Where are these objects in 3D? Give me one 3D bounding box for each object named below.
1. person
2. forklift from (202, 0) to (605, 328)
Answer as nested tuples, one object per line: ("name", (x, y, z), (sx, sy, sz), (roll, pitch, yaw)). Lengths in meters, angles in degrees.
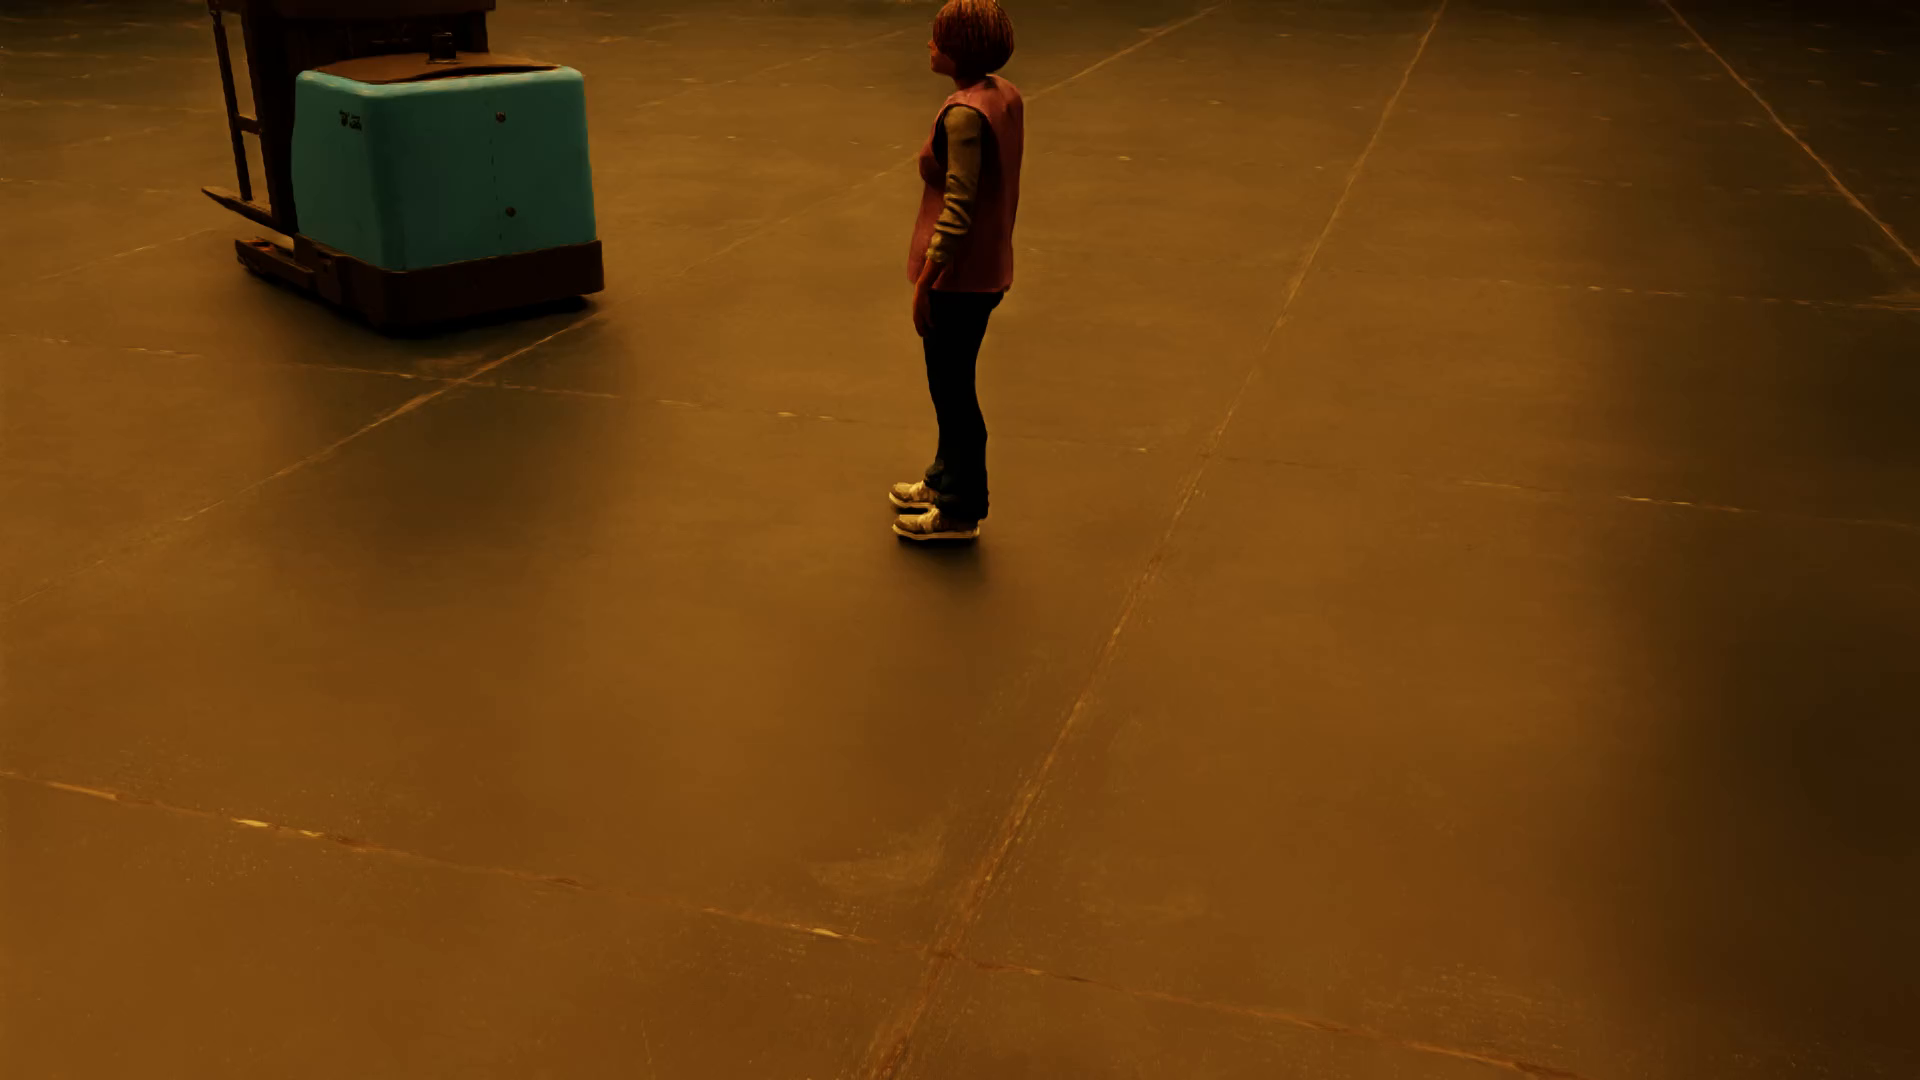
("person", (-0.067, -0.757, 4.846), (0.474, 1.594, 0.520), (7, 23, 16))
("forklift", (-3.004, -2.765, 7.977), (1.130, 2.935, 3.031), (-18, 29, -37))
